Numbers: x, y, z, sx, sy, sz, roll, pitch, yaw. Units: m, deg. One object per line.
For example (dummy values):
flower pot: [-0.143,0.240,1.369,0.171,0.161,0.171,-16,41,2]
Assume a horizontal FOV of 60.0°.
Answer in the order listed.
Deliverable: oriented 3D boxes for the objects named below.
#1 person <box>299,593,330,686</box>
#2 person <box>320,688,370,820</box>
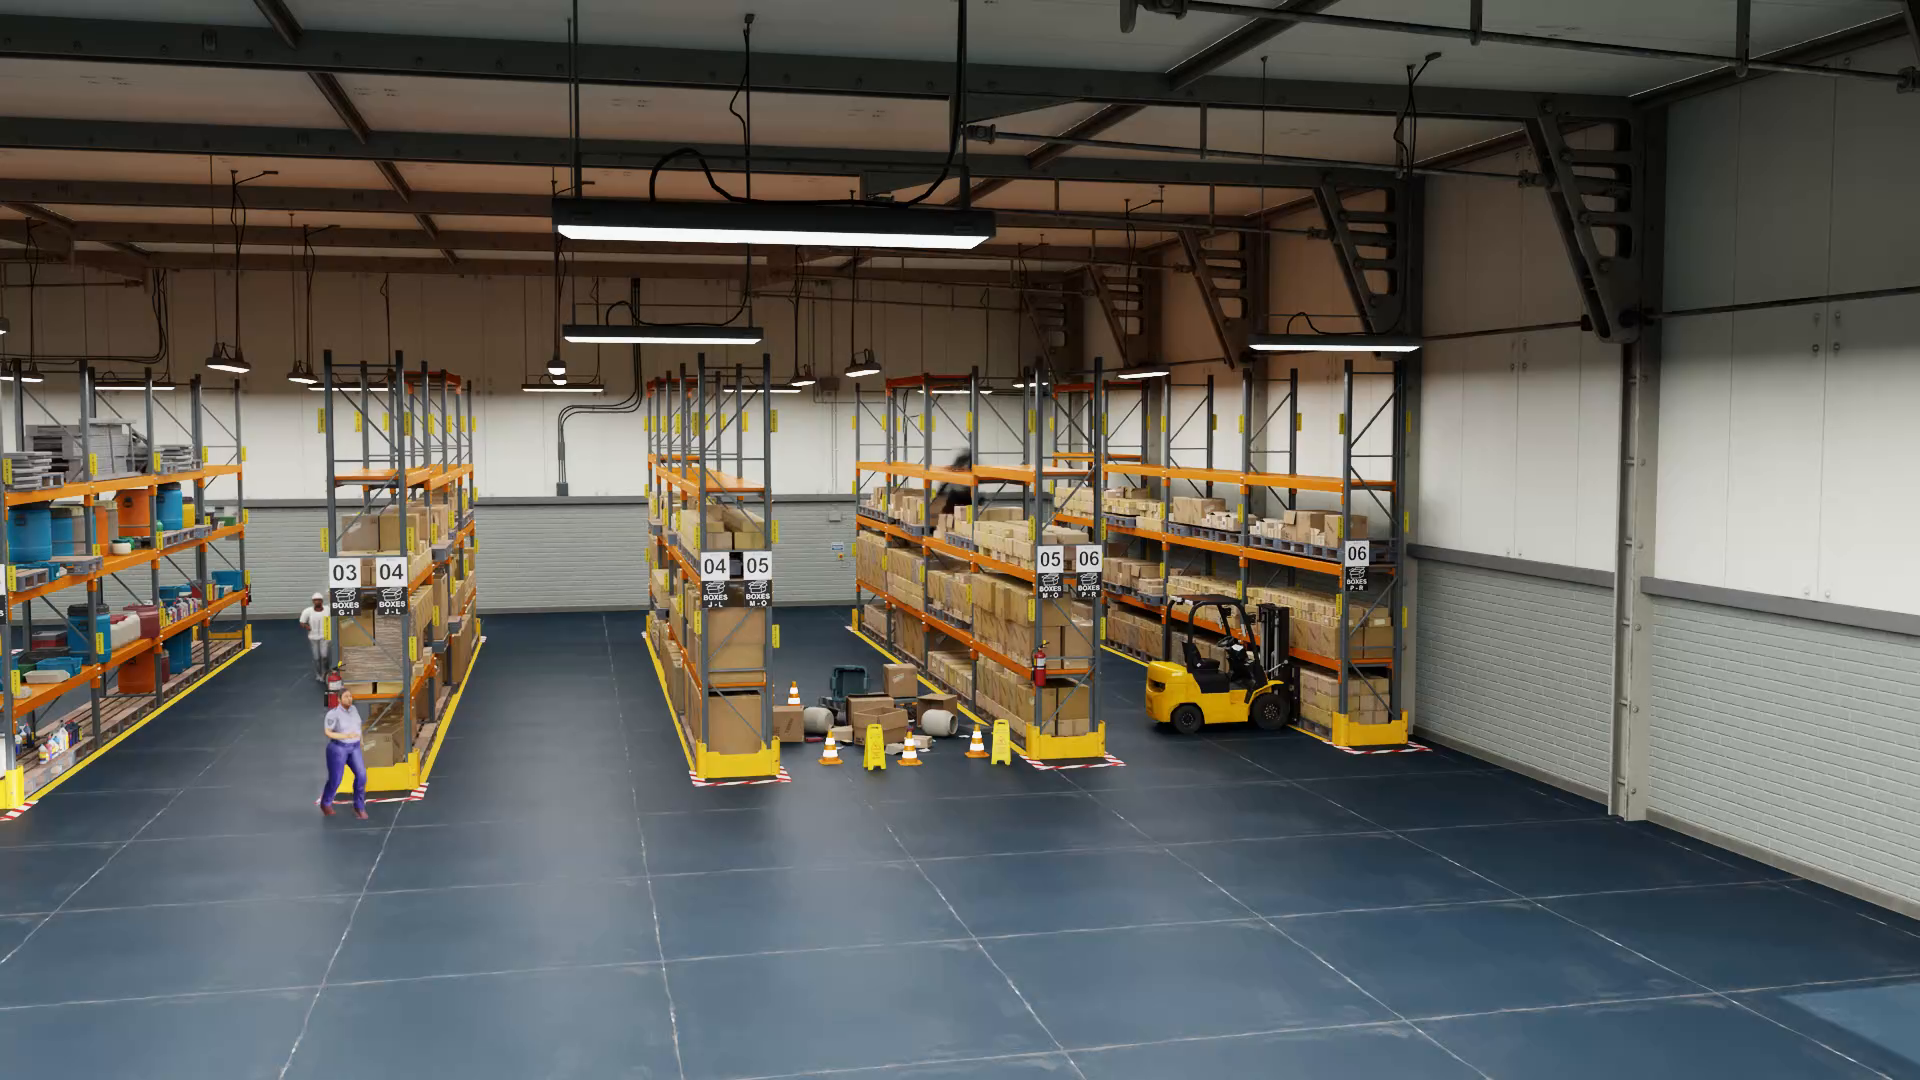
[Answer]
person: [-12.322,1.908,31.954,0.681,1.795,0.730,-1,4,-15]
person: [-7.821,2.731,21.117,0.748,1.728,0.624,3,5,32]
